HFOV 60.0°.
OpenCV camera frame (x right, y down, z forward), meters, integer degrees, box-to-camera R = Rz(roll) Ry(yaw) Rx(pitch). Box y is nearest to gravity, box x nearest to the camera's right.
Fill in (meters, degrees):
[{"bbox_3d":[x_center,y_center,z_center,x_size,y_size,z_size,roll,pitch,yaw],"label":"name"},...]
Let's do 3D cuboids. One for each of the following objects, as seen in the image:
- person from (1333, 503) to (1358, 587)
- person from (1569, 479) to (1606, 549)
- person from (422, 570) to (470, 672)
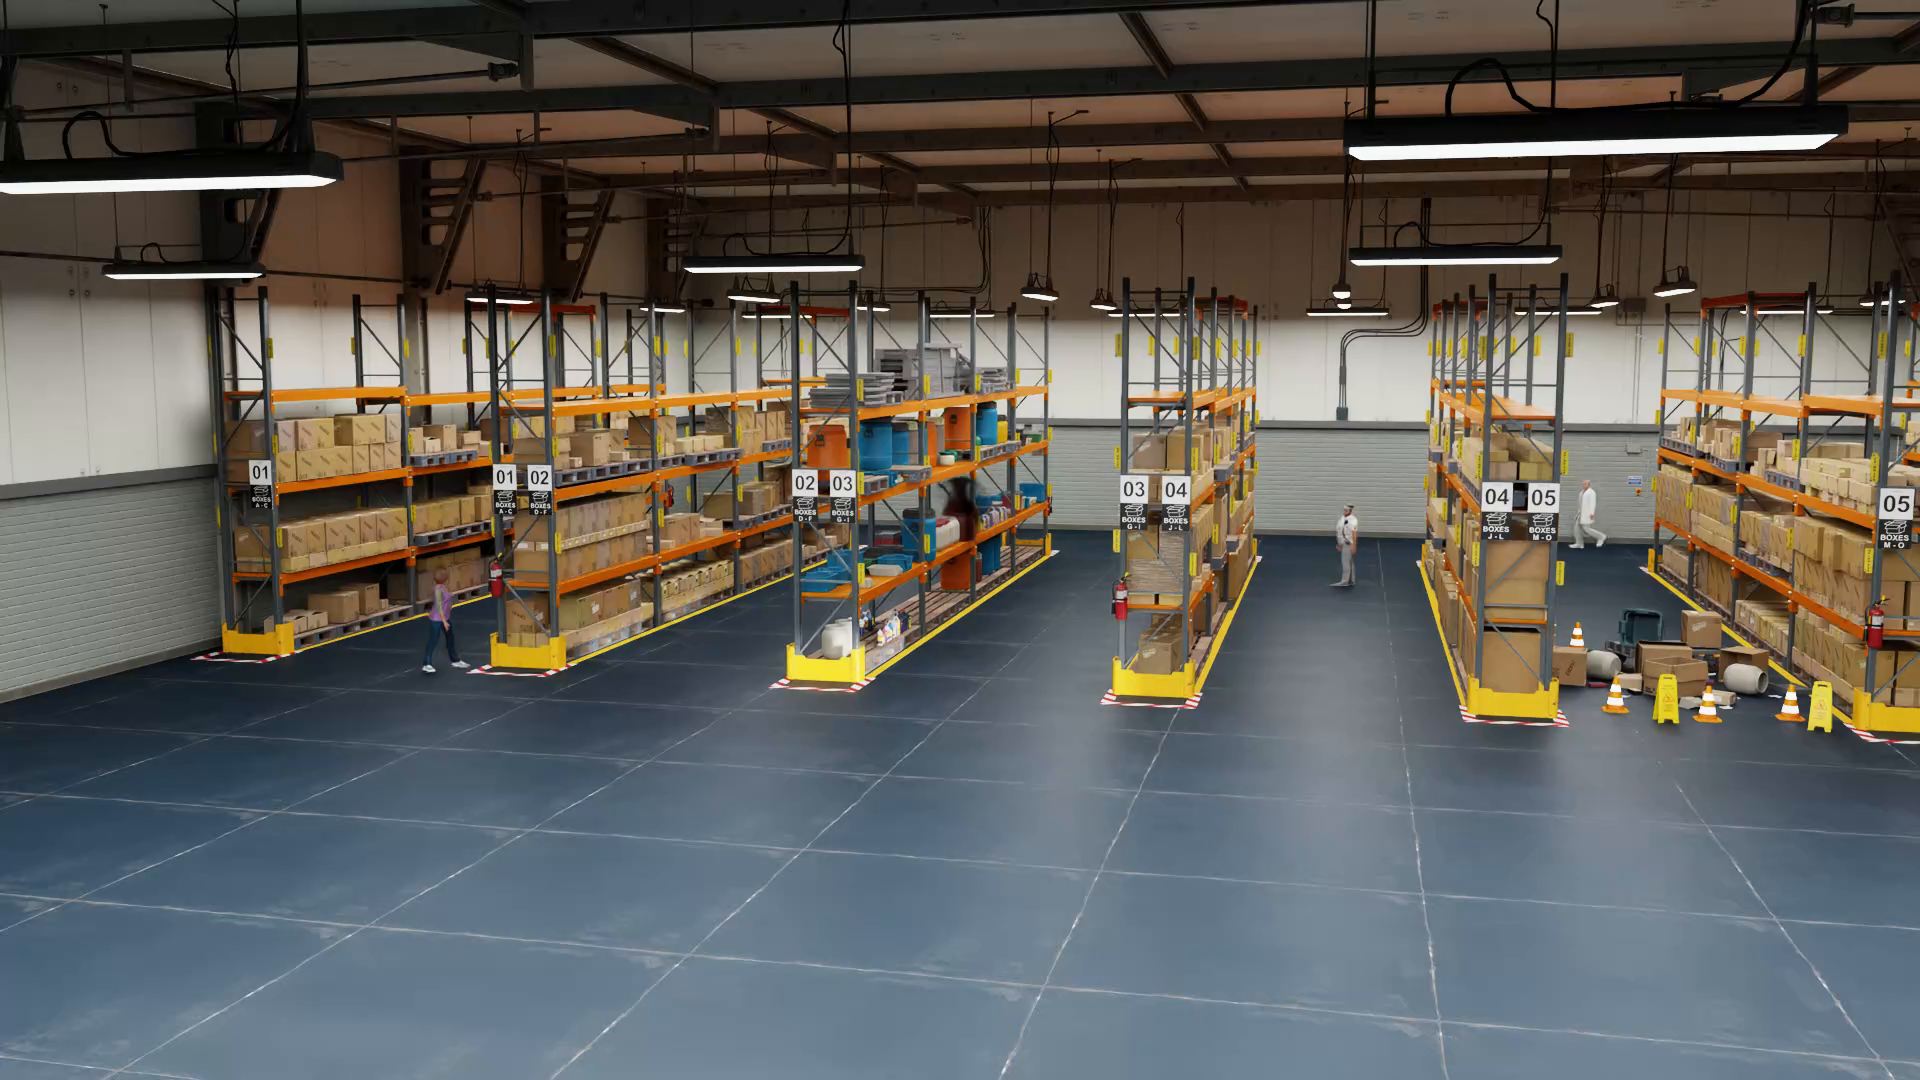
[{"bbox_3d":[8.137,0.088,35.190,0.510,1.755,0.539,0,7,1],"label":"person"},{"bbox_3d":[15.705,-0.651,41.585,0.827,1.748,0.631,0,7,-3],"label":"person"},{"bbox_3d":[-8.055,1.246,25.918,0.626,1.586,0.554,0,7,4],"label":"person"}]
